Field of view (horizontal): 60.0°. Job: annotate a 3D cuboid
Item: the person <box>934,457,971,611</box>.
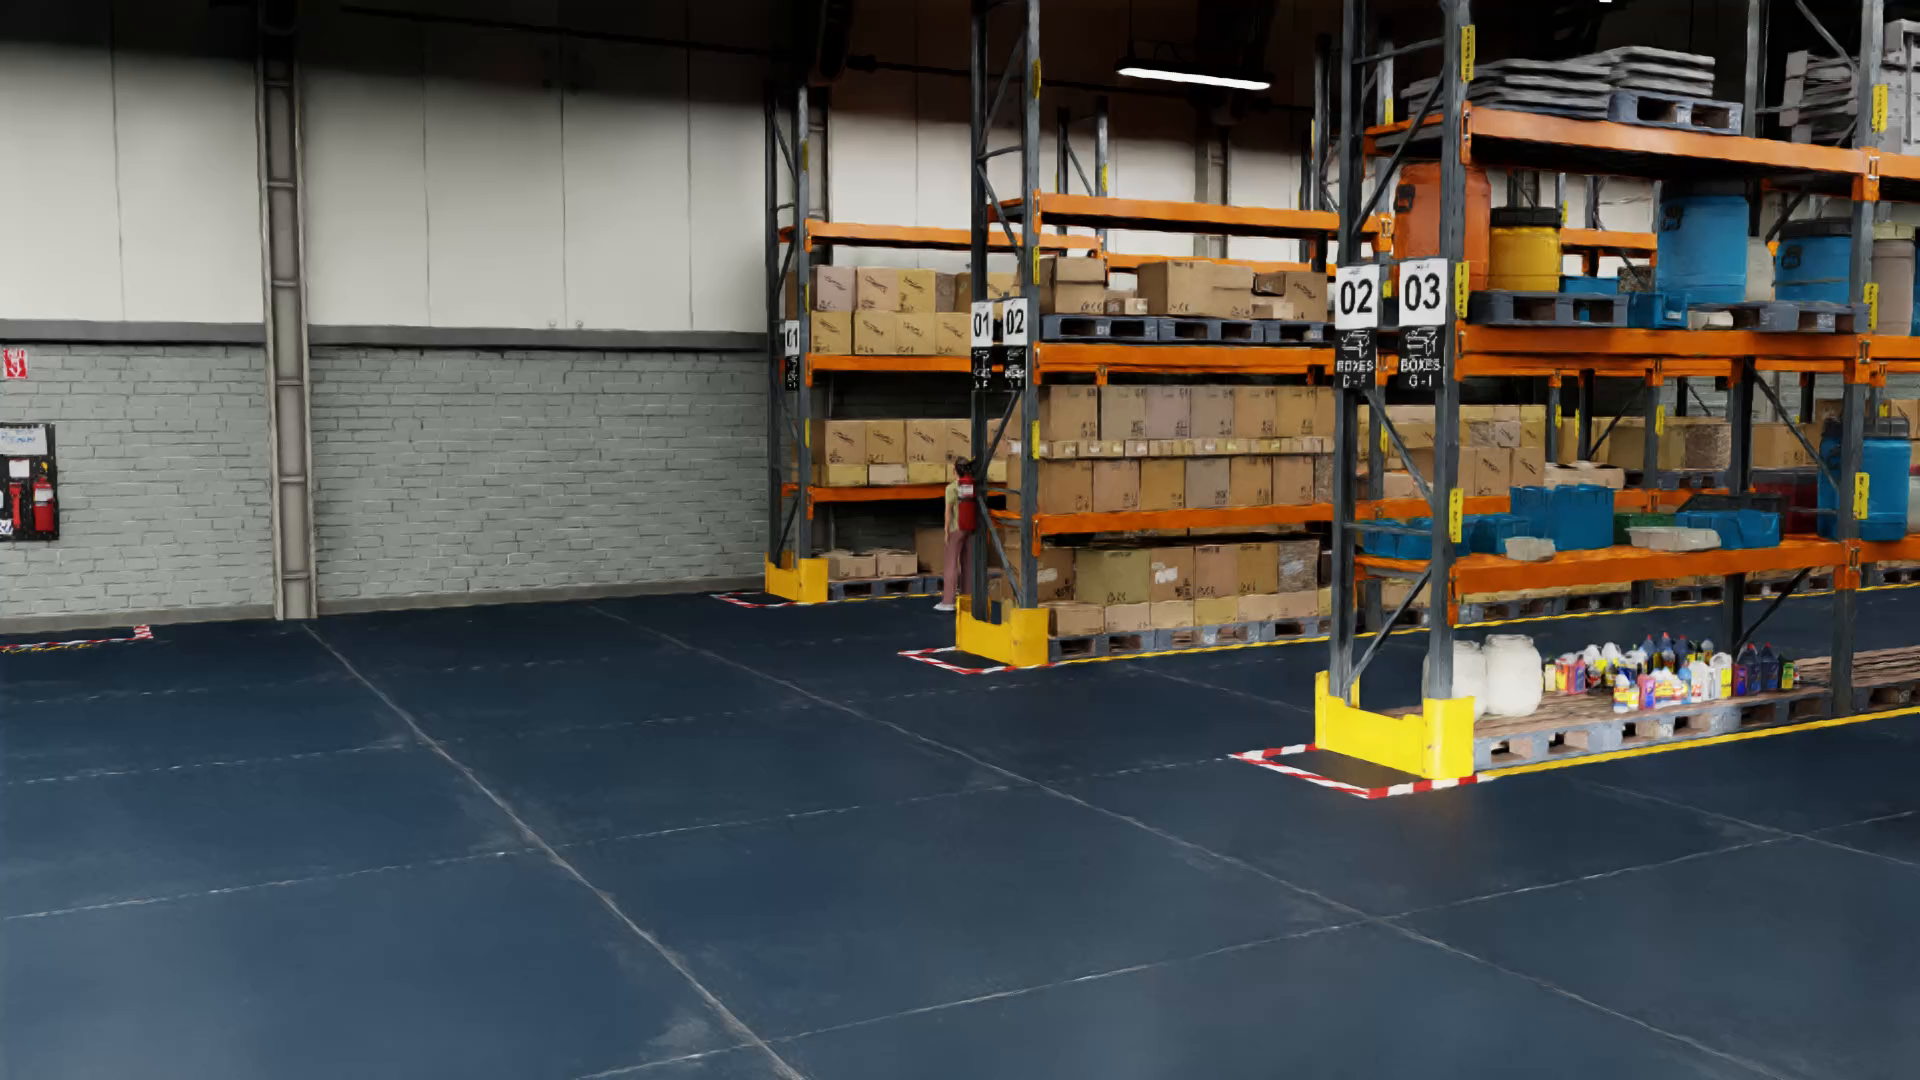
[{"bbox_3d":[-0.029,-0.073,18.177,0.477,1.667,0.349,-4,6,-36],"label":"person"}]
